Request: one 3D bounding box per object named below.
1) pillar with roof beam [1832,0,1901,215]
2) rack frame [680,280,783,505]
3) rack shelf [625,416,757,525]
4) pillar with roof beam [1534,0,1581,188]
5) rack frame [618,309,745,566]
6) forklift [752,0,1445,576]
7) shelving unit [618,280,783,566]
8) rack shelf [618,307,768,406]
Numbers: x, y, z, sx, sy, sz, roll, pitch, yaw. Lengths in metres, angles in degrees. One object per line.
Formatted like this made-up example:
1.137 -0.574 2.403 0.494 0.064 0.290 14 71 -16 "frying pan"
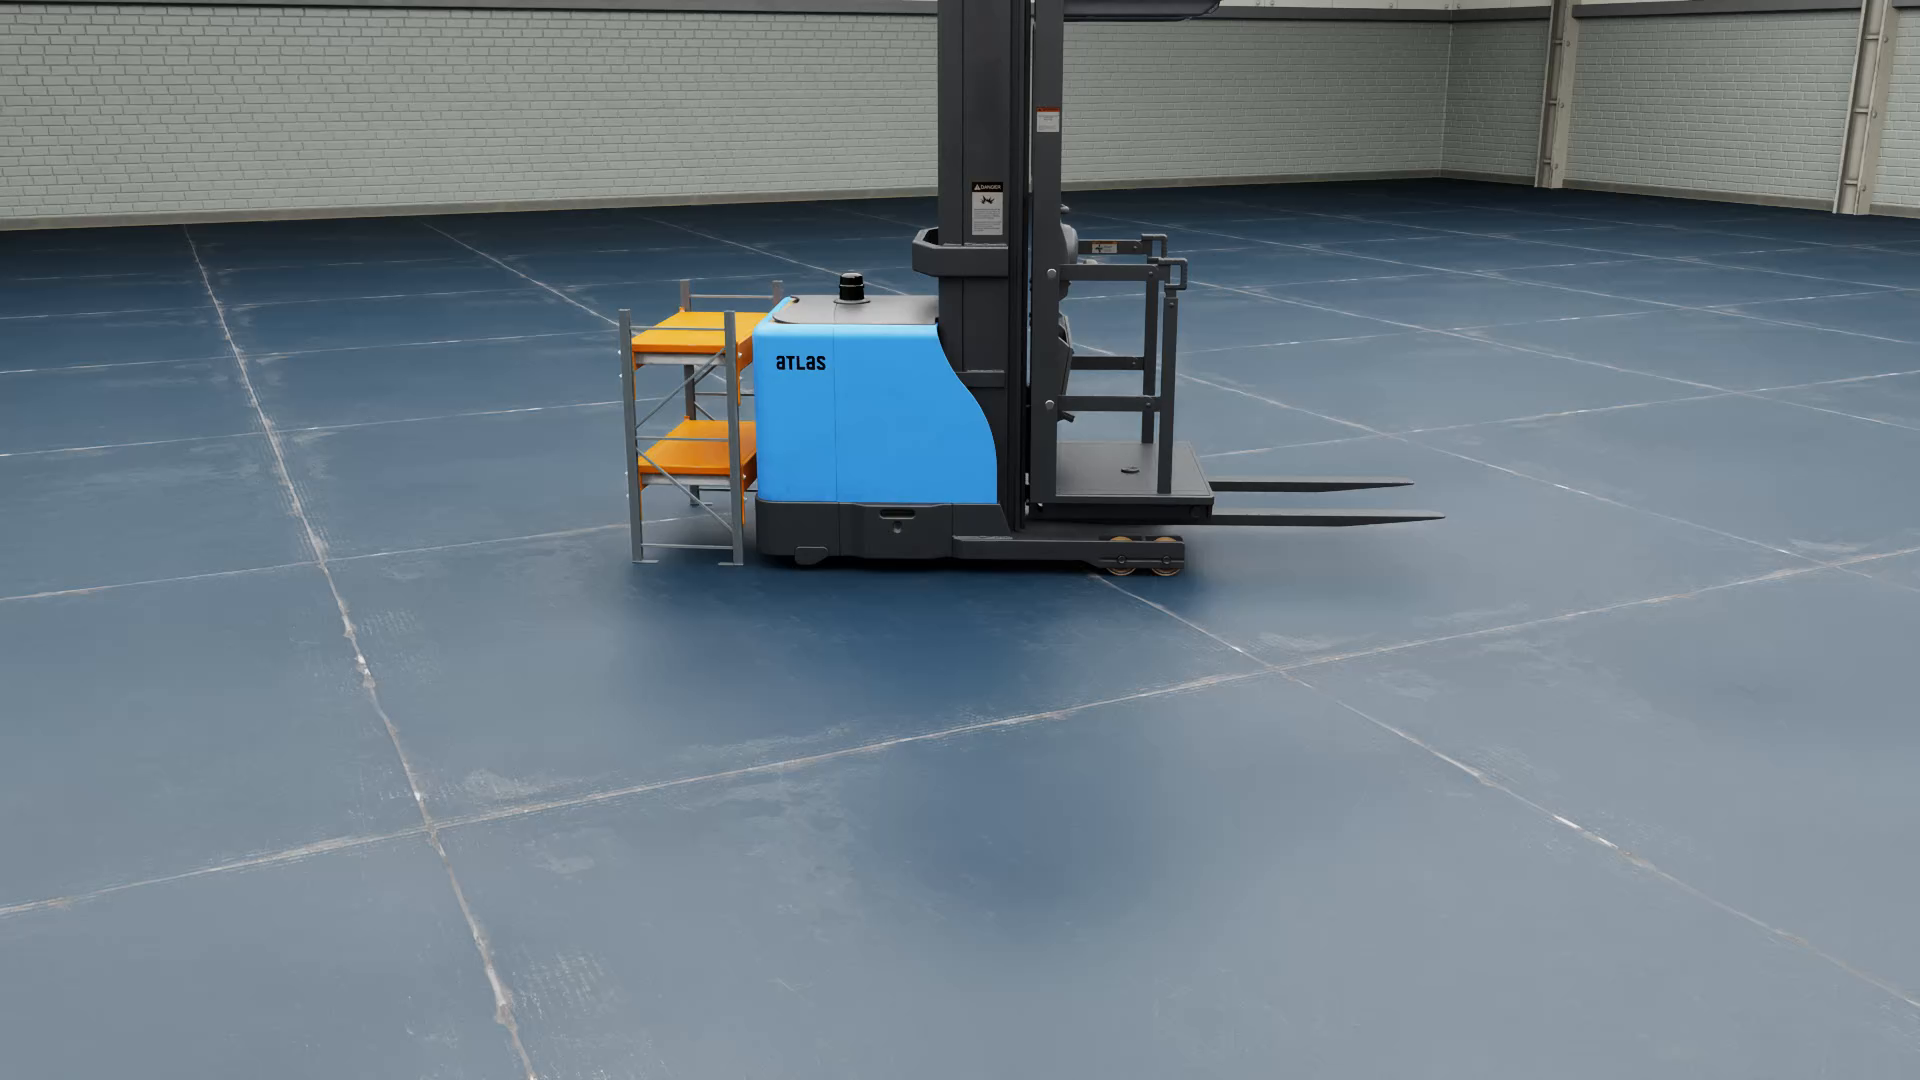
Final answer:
9.281 -8.623 21.484 9.100 9.000 0.400 -8 18 -25 "pillar with roof beam"
-1.107 -0.715 8.204 0.500 1.125 0.032 2 16 5 "rack frame"
-1.157 -0.341 7.785 0.538 0.278 1.000 2 16 5 "rack shelf"
6.653 -10.111 26.669 9.100 9.000 0.400 -8 18 -25 "pillar with roof beam"
-1.206 -0.436 7.231 0.500 1.125 0.032 2 16 5 "rack frame"
0.630 -1.403 7.324 3.031 2.935 1.130 1 16 2 "forklift"
-1.157 -0.576 7.717 0.538 1.125 1.048 2 16 5 "shelving unit"
-1.157 -0.857 7.637 0.538 0.278 1.000 2 16 5 "rack shelf"
